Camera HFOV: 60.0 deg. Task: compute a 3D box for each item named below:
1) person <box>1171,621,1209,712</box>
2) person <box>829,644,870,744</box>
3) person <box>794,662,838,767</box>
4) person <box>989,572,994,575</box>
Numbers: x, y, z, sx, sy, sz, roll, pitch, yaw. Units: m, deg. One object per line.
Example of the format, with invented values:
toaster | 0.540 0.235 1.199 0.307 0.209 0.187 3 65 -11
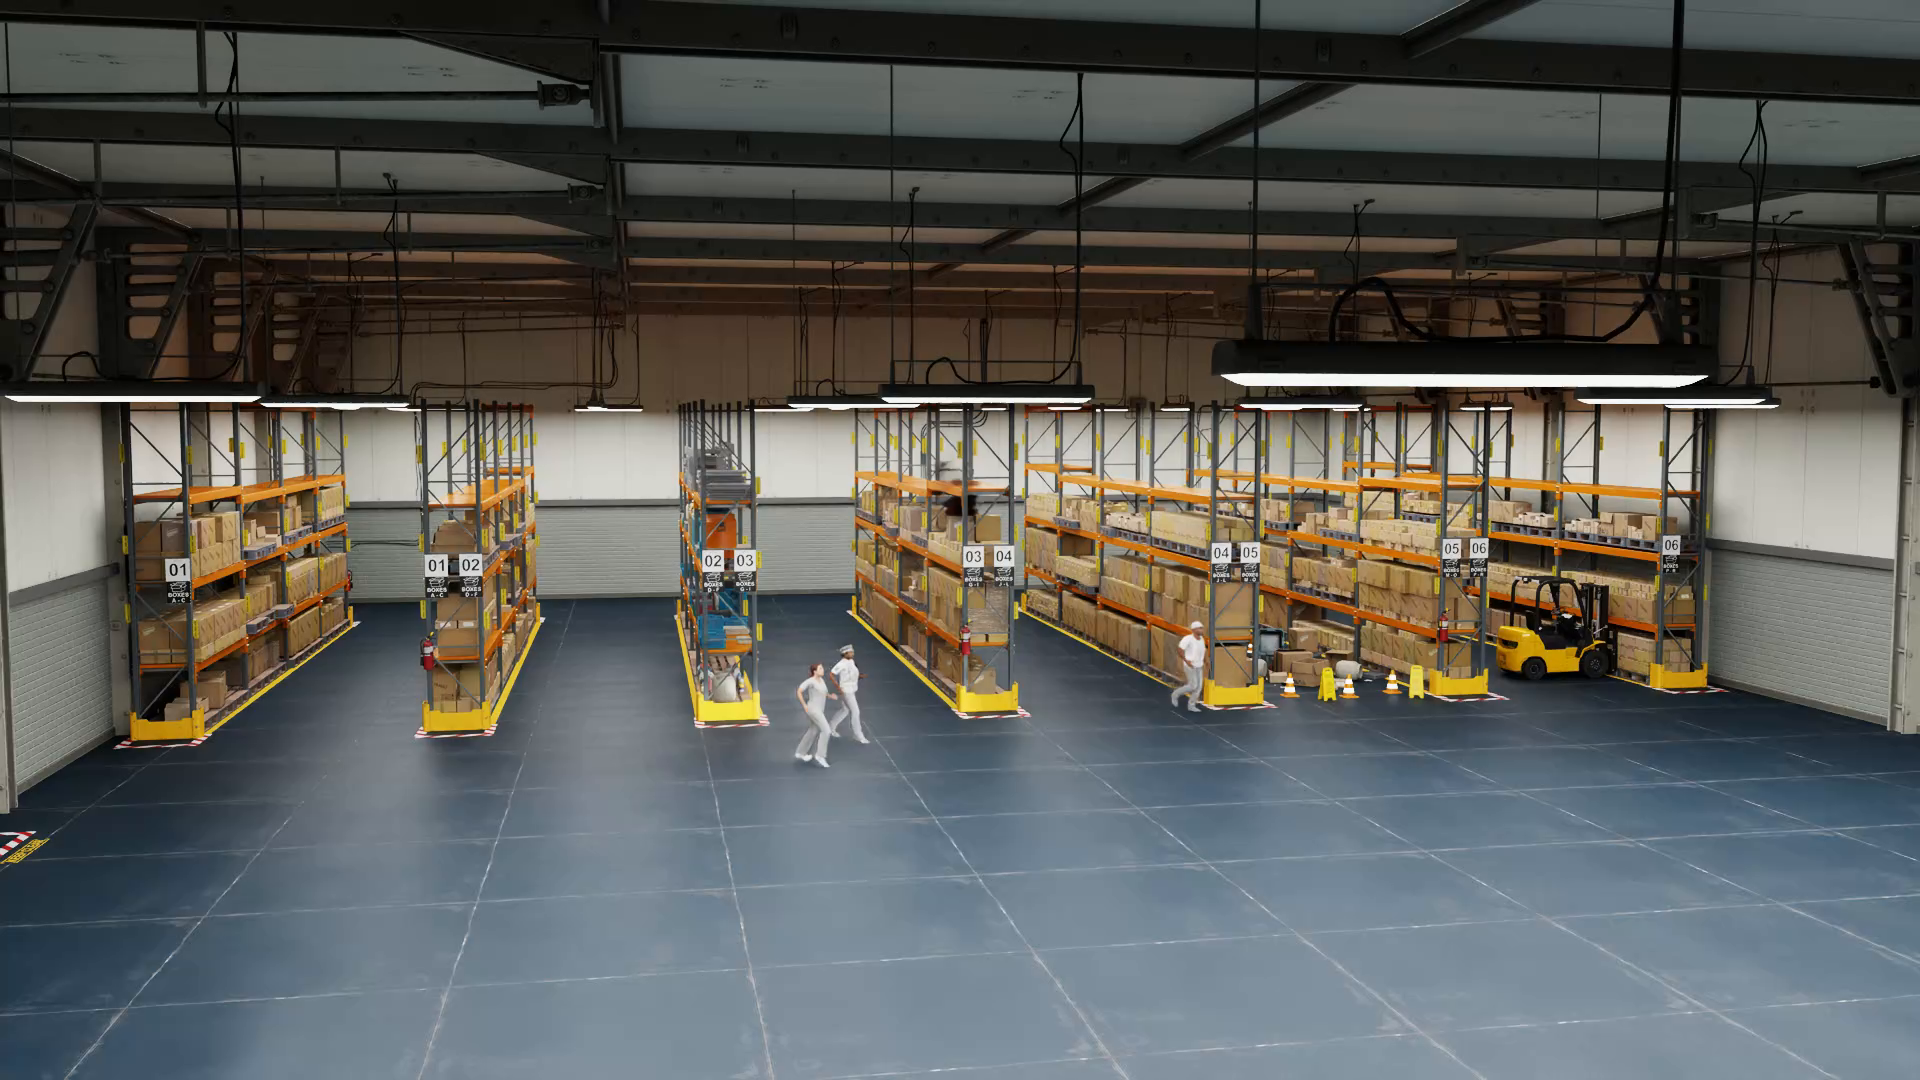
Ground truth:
person | 4.523 2.431 32.258 0.730 1.715 0.643 -4 6 -44
person | -1.965 2.673 29.025 0.852 1.727 0.561 1 4 16
person | -2.367 2.847 27.228 0.747 1.721 0.553 1 4 15
person | 1.118 1.365 46.154 0.733 1.738 0.847 0 4 -3
